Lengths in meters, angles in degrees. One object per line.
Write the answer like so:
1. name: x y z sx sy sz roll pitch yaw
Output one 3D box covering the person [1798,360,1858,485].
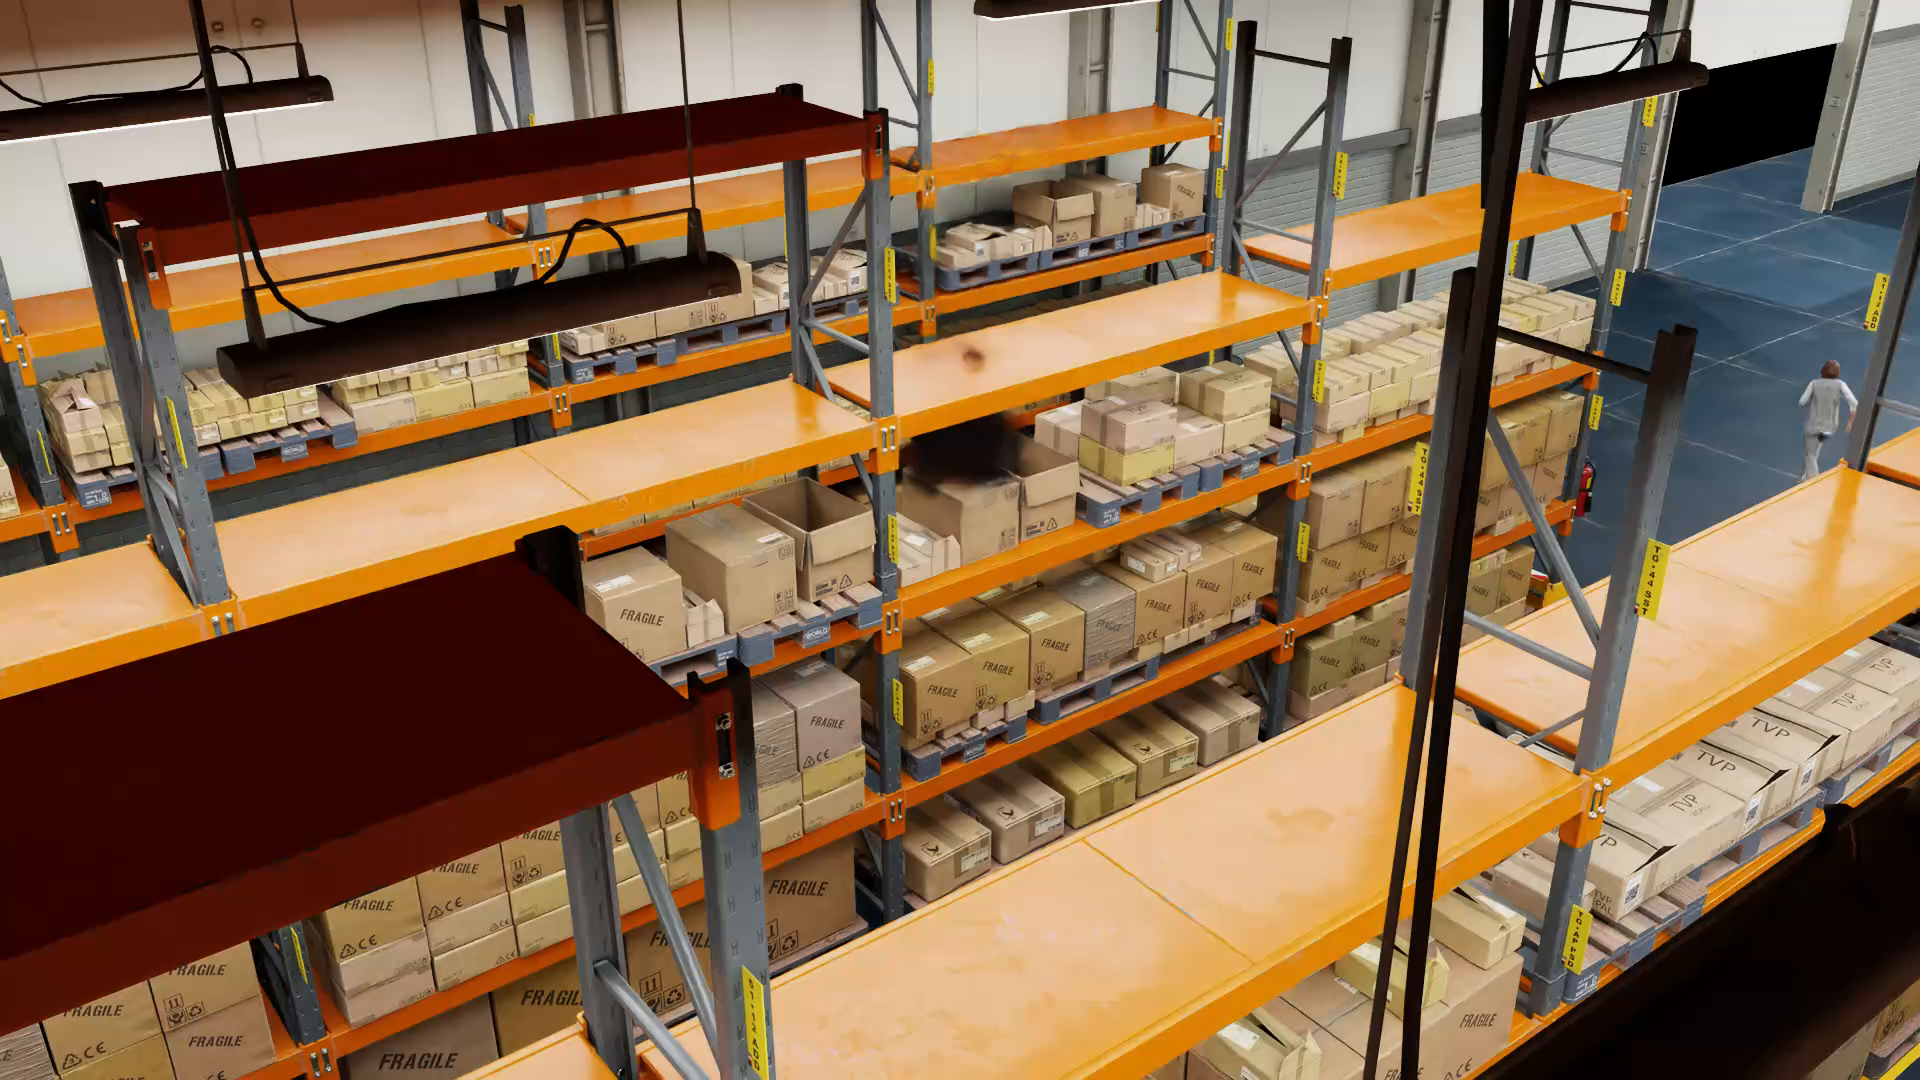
1. person: 9.759 -1.227 18.813 0.511 1.615 0.790 8 27 15
